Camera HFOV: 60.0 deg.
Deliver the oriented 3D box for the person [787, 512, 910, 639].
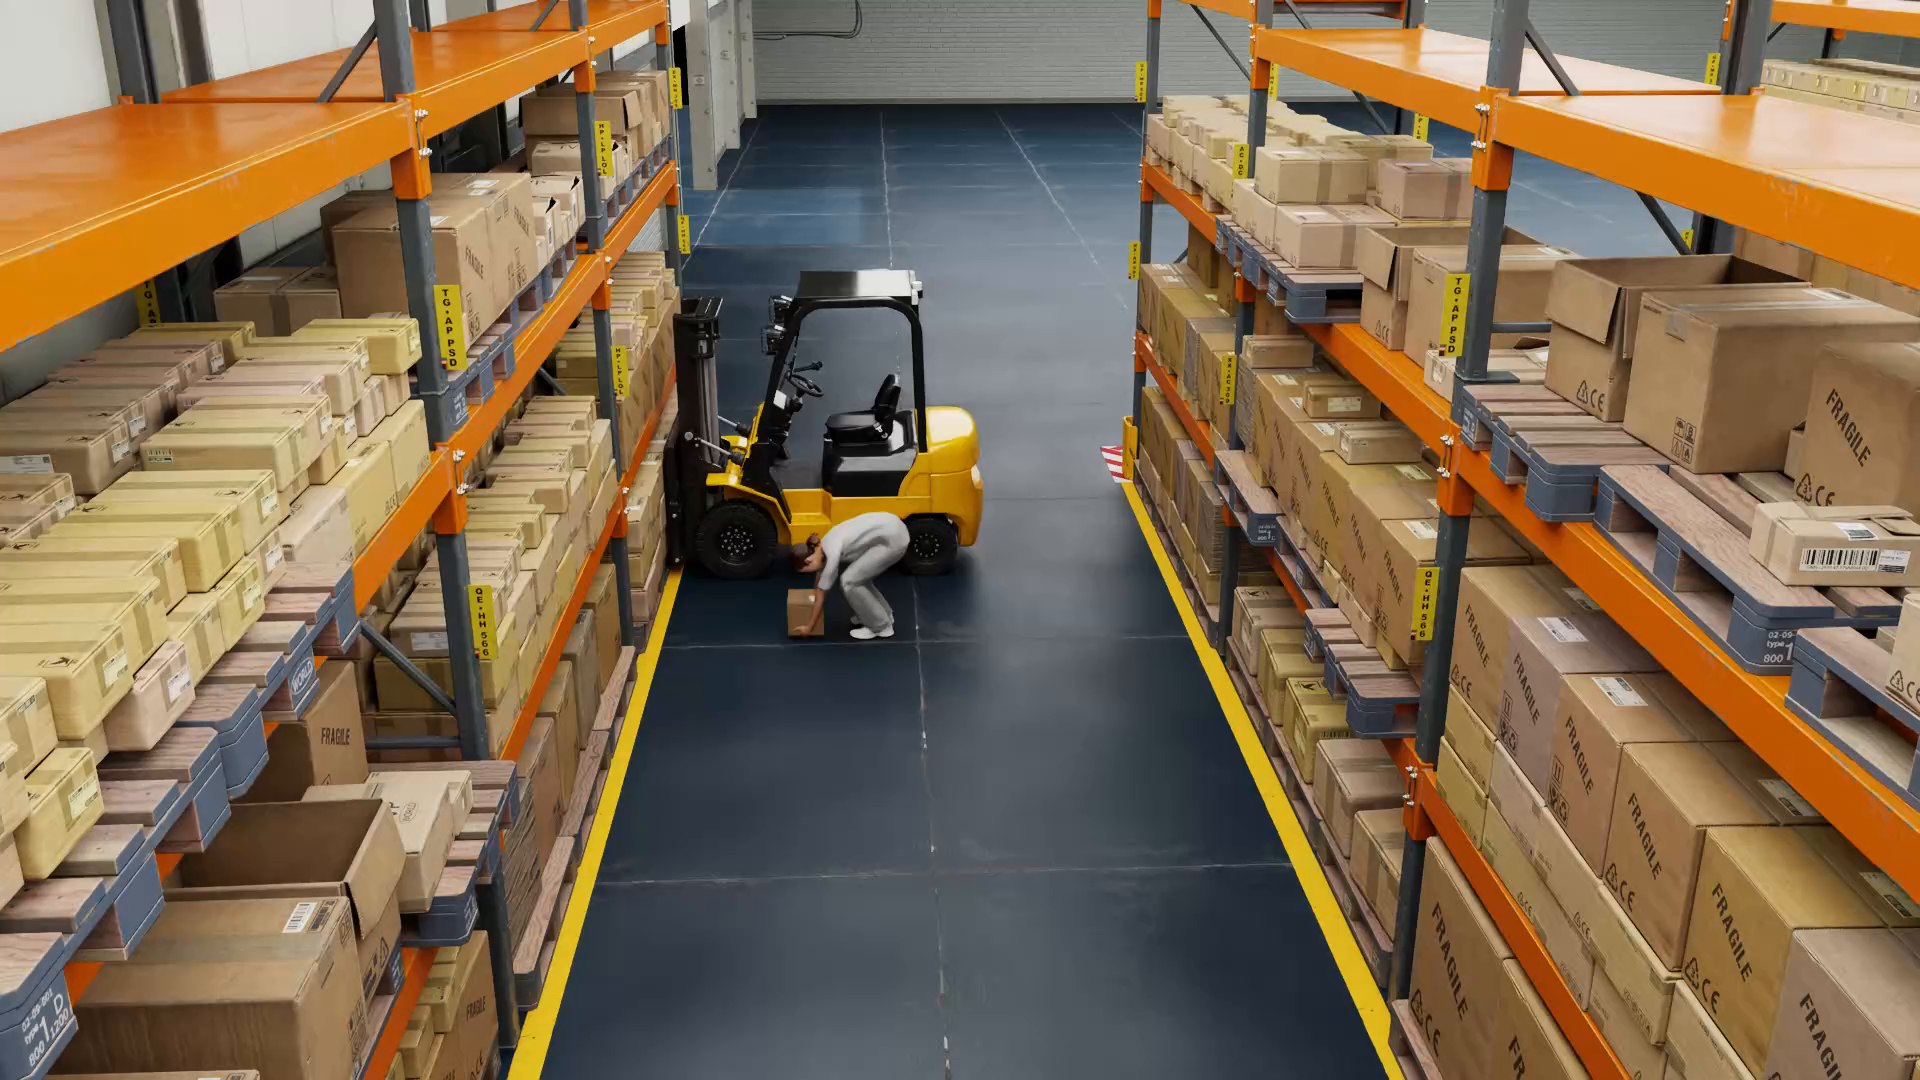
[{"bbox_3d":[-0.772,0.243,11.602,0.852,0.852,0.476,-2,21,-6],"label":"person"}]
